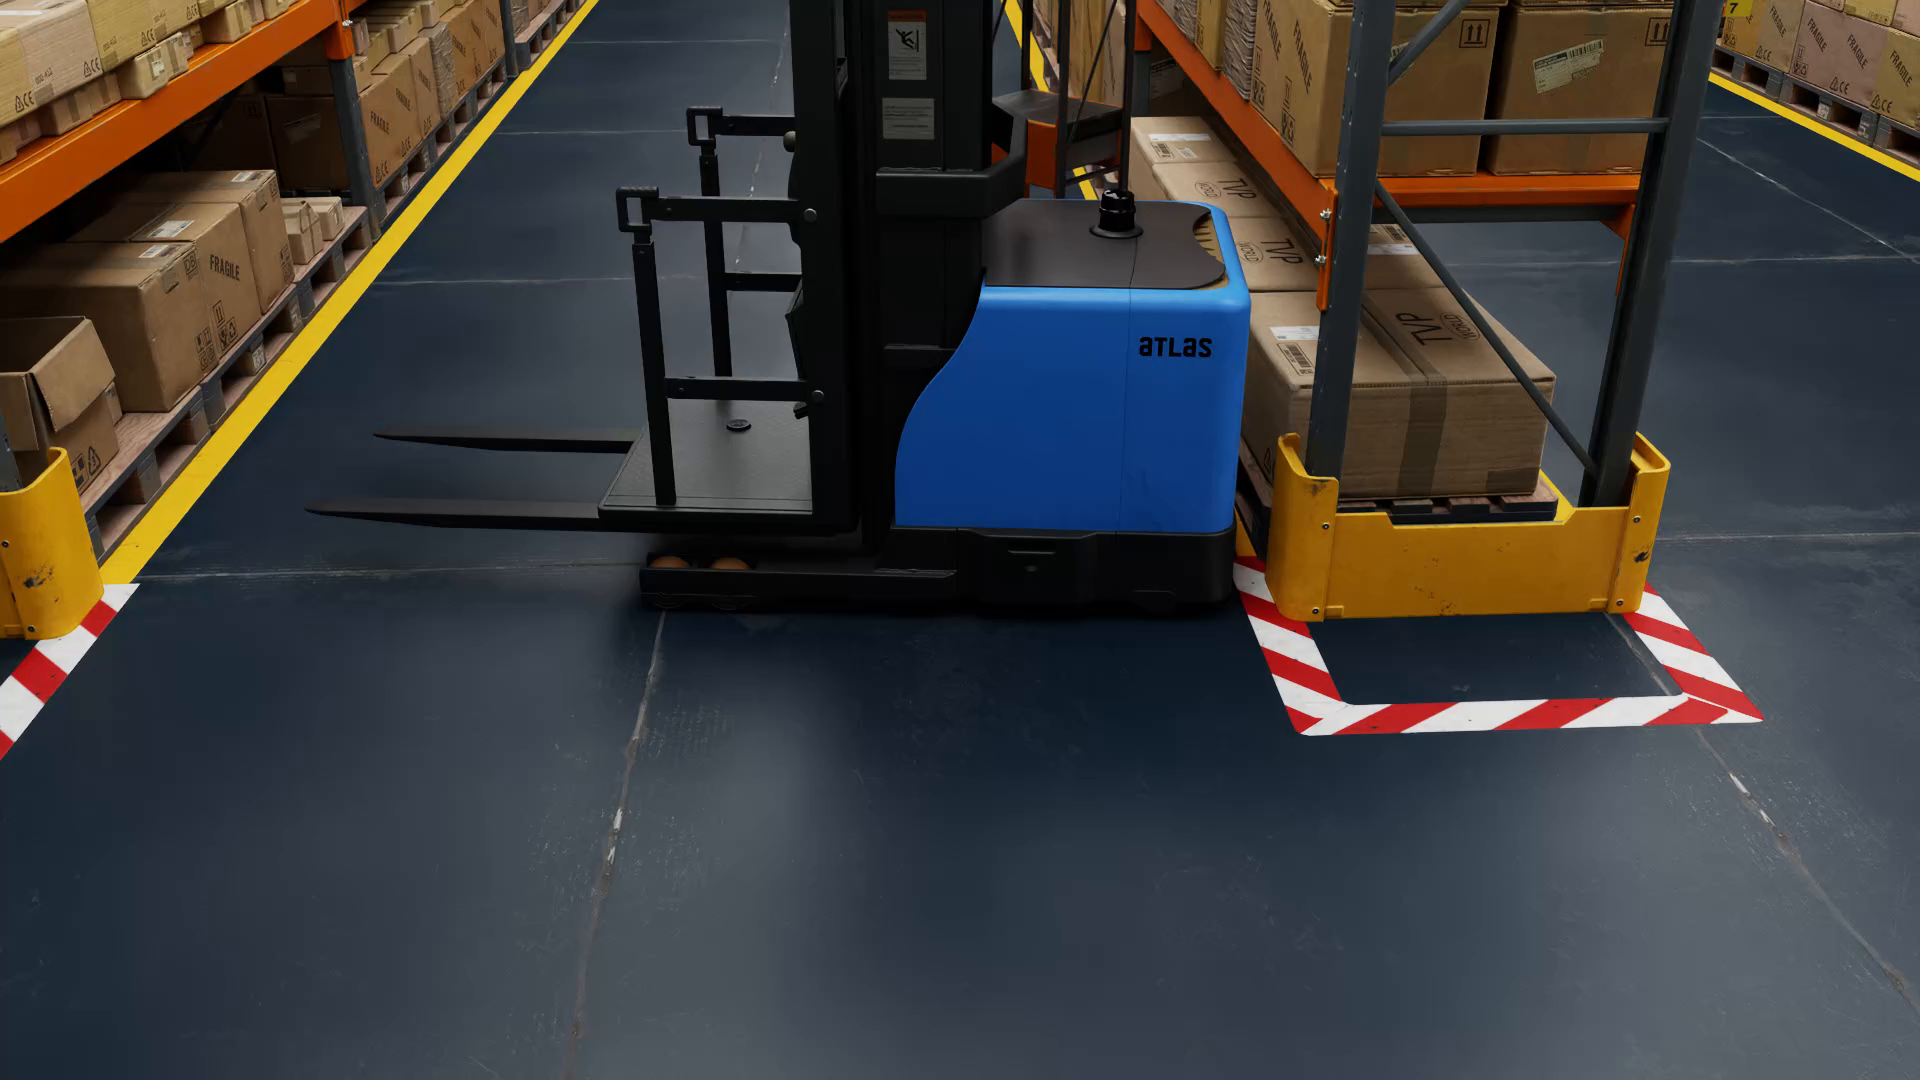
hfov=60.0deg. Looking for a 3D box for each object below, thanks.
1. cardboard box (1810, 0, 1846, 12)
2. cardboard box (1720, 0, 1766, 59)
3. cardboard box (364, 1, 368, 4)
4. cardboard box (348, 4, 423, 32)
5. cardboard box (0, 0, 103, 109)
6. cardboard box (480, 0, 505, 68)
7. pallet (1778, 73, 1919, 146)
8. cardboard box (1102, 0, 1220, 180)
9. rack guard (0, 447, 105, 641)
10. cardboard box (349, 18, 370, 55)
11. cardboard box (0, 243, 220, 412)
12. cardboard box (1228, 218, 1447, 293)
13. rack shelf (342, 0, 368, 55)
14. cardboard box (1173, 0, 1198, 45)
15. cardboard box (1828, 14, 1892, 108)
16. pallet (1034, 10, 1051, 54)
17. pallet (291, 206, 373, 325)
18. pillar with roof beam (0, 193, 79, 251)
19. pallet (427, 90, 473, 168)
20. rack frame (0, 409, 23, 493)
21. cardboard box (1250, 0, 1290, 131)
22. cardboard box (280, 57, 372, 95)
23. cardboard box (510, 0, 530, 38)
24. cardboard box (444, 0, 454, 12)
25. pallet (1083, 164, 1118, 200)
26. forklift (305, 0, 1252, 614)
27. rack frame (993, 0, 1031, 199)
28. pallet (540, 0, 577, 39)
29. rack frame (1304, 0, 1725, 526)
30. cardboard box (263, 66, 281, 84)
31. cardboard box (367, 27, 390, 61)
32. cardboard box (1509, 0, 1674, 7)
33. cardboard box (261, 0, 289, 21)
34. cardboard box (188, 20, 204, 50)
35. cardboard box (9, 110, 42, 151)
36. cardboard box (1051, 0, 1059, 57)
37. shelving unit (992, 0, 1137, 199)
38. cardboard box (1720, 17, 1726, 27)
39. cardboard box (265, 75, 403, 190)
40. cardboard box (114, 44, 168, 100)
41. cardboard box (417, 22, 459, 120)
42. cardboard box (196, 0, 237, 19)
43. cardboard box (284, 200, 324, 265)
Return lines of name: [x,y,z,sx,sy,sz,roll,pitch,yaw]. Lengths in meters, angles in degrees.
cardboard box: [5.951,-3.658,10.957,0.500,0.250,0.500,-1,28,-2]
cardboard box: [5.899,-3.780,12.002,0.500,0.500,0.500,-3,28,-5]
cardboard box: [-4.060,-3.500,10.764,0.380,0.149,0.250,-3,28,-5]
cardboard box: [-3.496,-3.163,10.118,0.380,0.149,0.250,-1,28,-2]
cardboard box: [-3.141,-1.567,5.350,0.500,0.250,0.500,-1,28,-2]
cardboard box: [-3.541,-3.635,11.724,0.500,0.500,0.500,-1,28,-1]
pallet: [6.217,-2.875,11.034,1.003,0.211,1.213,-1,28,-3]
cardboard box: [1.275,-2.550,9.238,0.875,0.875,0.875,-1,28,-1]
rack guard: [-3.364,0.021,5.169,1.175,0.500,0.348,-1,28,-3]
cardboard box: [-3.383,-2.688,8.886,0.380,0.149,0.250,-3,28,-5]
cardboard box: [-3.303,-0.811,6.310,0.700,0.500,0.500,0,28,-1]
cardboard box: [1.406,-0.949,6.642,0.875,0.438,0.875,-1,28,-1]
rack shelf: [-3.673,-3.504,10.003,1.077,0.370,4.000,-1,28,-3]
cardboard box: [1.193,-2.380,6.962,0.500,0.500,0.500,-1,28,-2]
cardboard box: [5.987,-3.075,10.651,0.500,0.500,0.500,-2,28,-4]
pallet: [1.140,-3.993,13.177,1.003,0.211,1.213,-1,28,-3]
pallet: [-3.534,-1.346,8.103,1.003,0.211,1.213,-1,28,-3]
pillar with roof beam: [-0.134,-5.320,6.220,9.100,9.000,0.400,-1,28,-3]
pallet: [-3.716,-2.603,10.512,1.003,0.211,1.213,-1,28,-3]
rack frame: [-3.360,-1.052,4.524,1.000,3.000,0.127,-1,28,-3]
cardboard box: [1.296,-1.667,5.594,0.500,0.500,0.500,-2,28,-4]
cardboard box: [-3.322,-2.437,8.727,0.380,0.149,0.250,0,28,0]
cardboard box: [-3.797,-4.168,12.612,0.875,0.625,0.625,-1,28,-1]
cardboard box: [-3.516,-3.519,10.802,0.380,0.149,0.250,-1,28,-1]
pallet: [1.272,-2.139,9.623,1.003,0.211,1.213,-1,28,-3]
forklift: [-0.624,-1.316,5.104,3.031,2.935,1.130,2,28,3]
rack frame: [0.123,-1.465,6.289,0.015,2.100,0.400,23,35,37]
pallet: [-3.843,-4.454,14.061,1.003,0.211,1.213,-1,28,-3]
rack frame: [1.597,-1.174,4.757,1.000,3.000,0.127,-1,28,-3]
cardboard box: [-3.895,-2.549,8.942,0.380,0.149,0.250,-1,28,-3]
cardboard box: [-3.466,-2.808,9.437,0.380,0.149,0.250,-2,28,-4]
cardboard box: [1.856,-1.890,4.941,0.500,0.500,0.500,-2,28,-4]
cardboard box: [-3.227,-2.408,7.395,0.380,0.149,0.250,-1,28,-1]
cardboard box: [-3.297,-2.047,6.703,0.380,0.149,0.250,-1,28,-2]
cardboard box: [-3.211,-1.336,5.340,0.380,0.149,0.250,-2,28,-3]
cardboard box: [1.132,-3.792,11.619,0.875,0.875,0.875,-2,28,-3]
shelving unit: [0.301,-1.389,6.142,0.503,2.100,0.431,23,35,37]
cardboard box: [6.175,-4.507,13.126,1.050,0.750,0.750,-2,28,-3]
cardboard box: [-3.370,-2.206,8.985,0.500,0.500,0.500,0,28,0]
cardboard box: [-3.121,-1.696,6.029,0.380,0.149,0.250,-2,28,-4]
cardboard box: [-3.450,-2.922,10.358,0.500,0.500,0.500,-2,28,-4]
cardboard box: [-3.245,-2.274,6.707,0.500,0.250,0.500,-2,28,-3]
cardboard box: [-3.228,-1.458,7.805,0.396,0.266,0.258,0,28,-1]
